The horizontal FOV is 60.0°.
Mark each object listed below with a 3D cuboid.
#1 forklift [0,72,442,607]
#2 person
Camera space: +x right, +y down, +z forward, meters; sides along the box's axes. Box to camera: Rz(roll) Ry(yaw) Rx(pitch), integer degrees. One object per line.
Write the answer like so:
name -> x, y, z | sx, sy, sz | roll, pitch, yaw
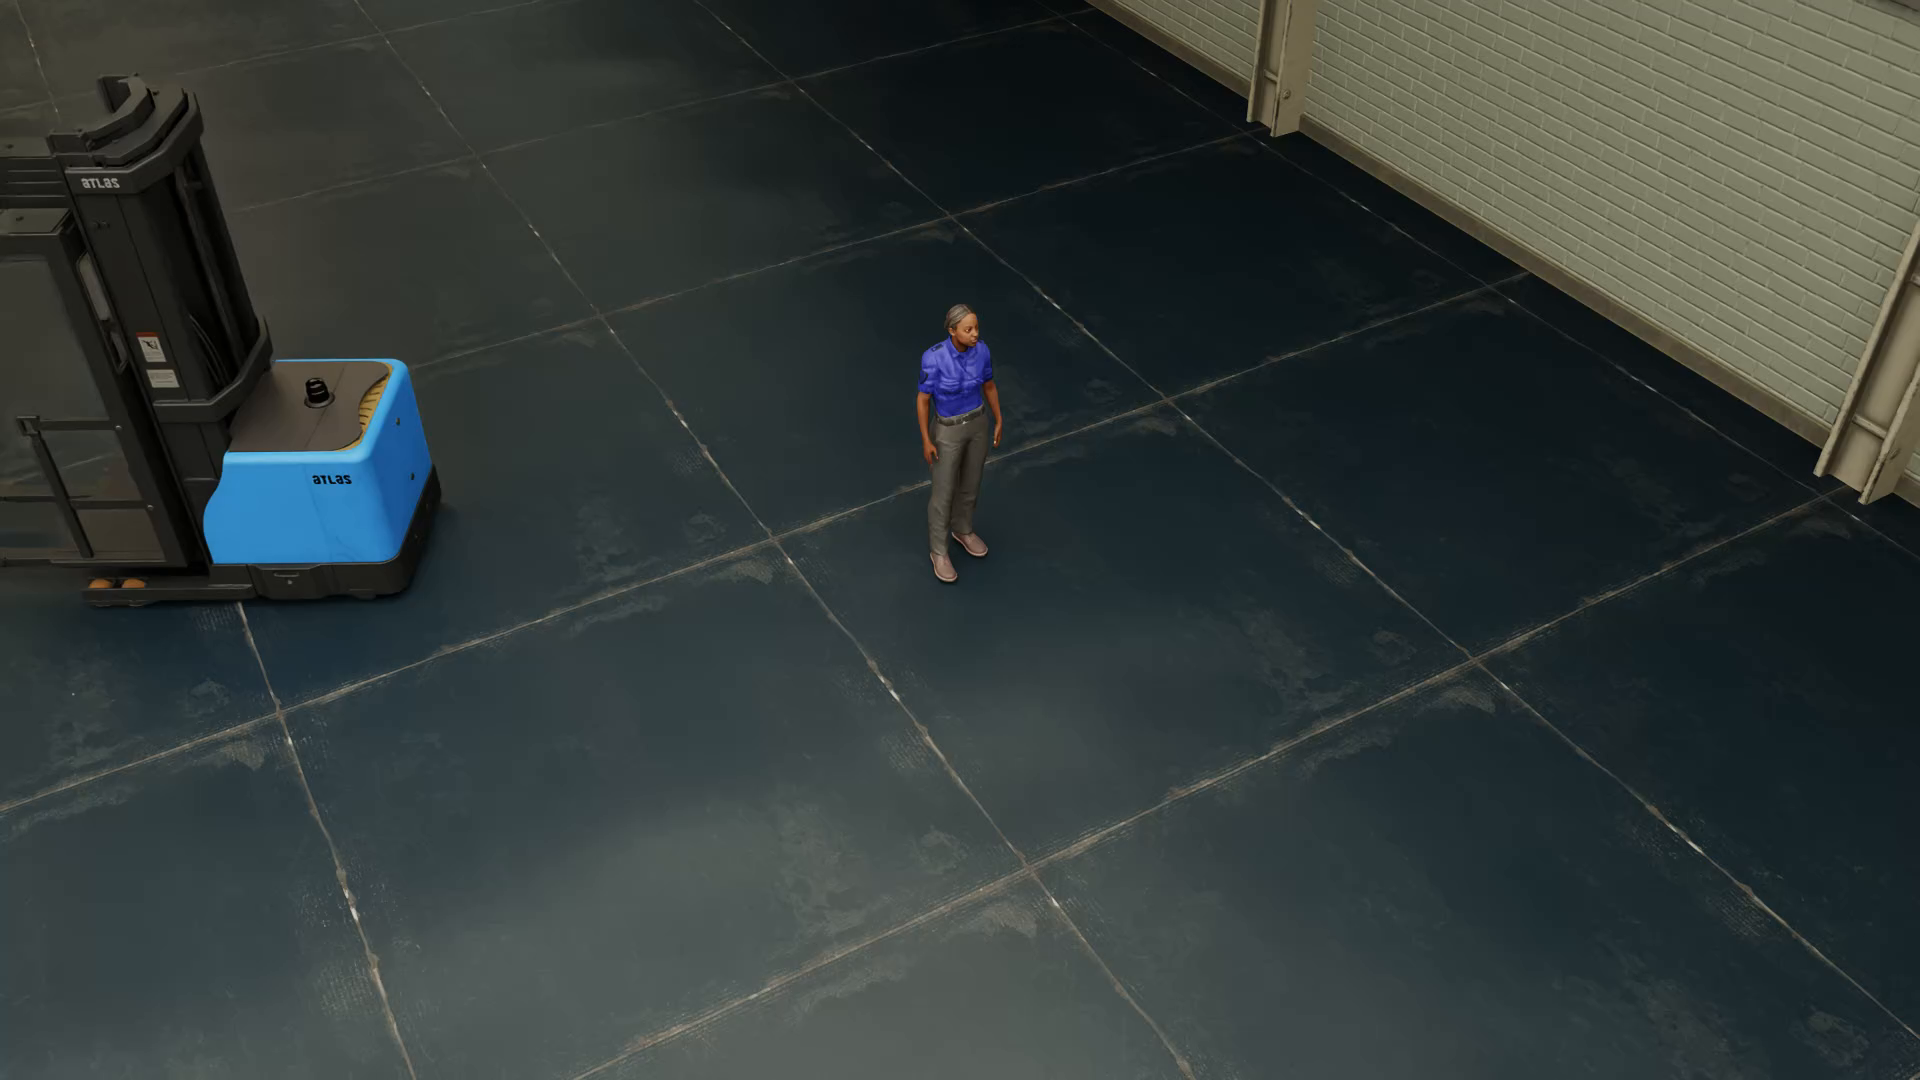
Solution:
forklift -> -4.802, -1.073, 9.330 | 3.031, 2.935, 1.130 | -1, 40, -1
person -> 0.027, -0.587, 9.733 | 0.569, 1.654, 0.504 | -20, 44, -23
